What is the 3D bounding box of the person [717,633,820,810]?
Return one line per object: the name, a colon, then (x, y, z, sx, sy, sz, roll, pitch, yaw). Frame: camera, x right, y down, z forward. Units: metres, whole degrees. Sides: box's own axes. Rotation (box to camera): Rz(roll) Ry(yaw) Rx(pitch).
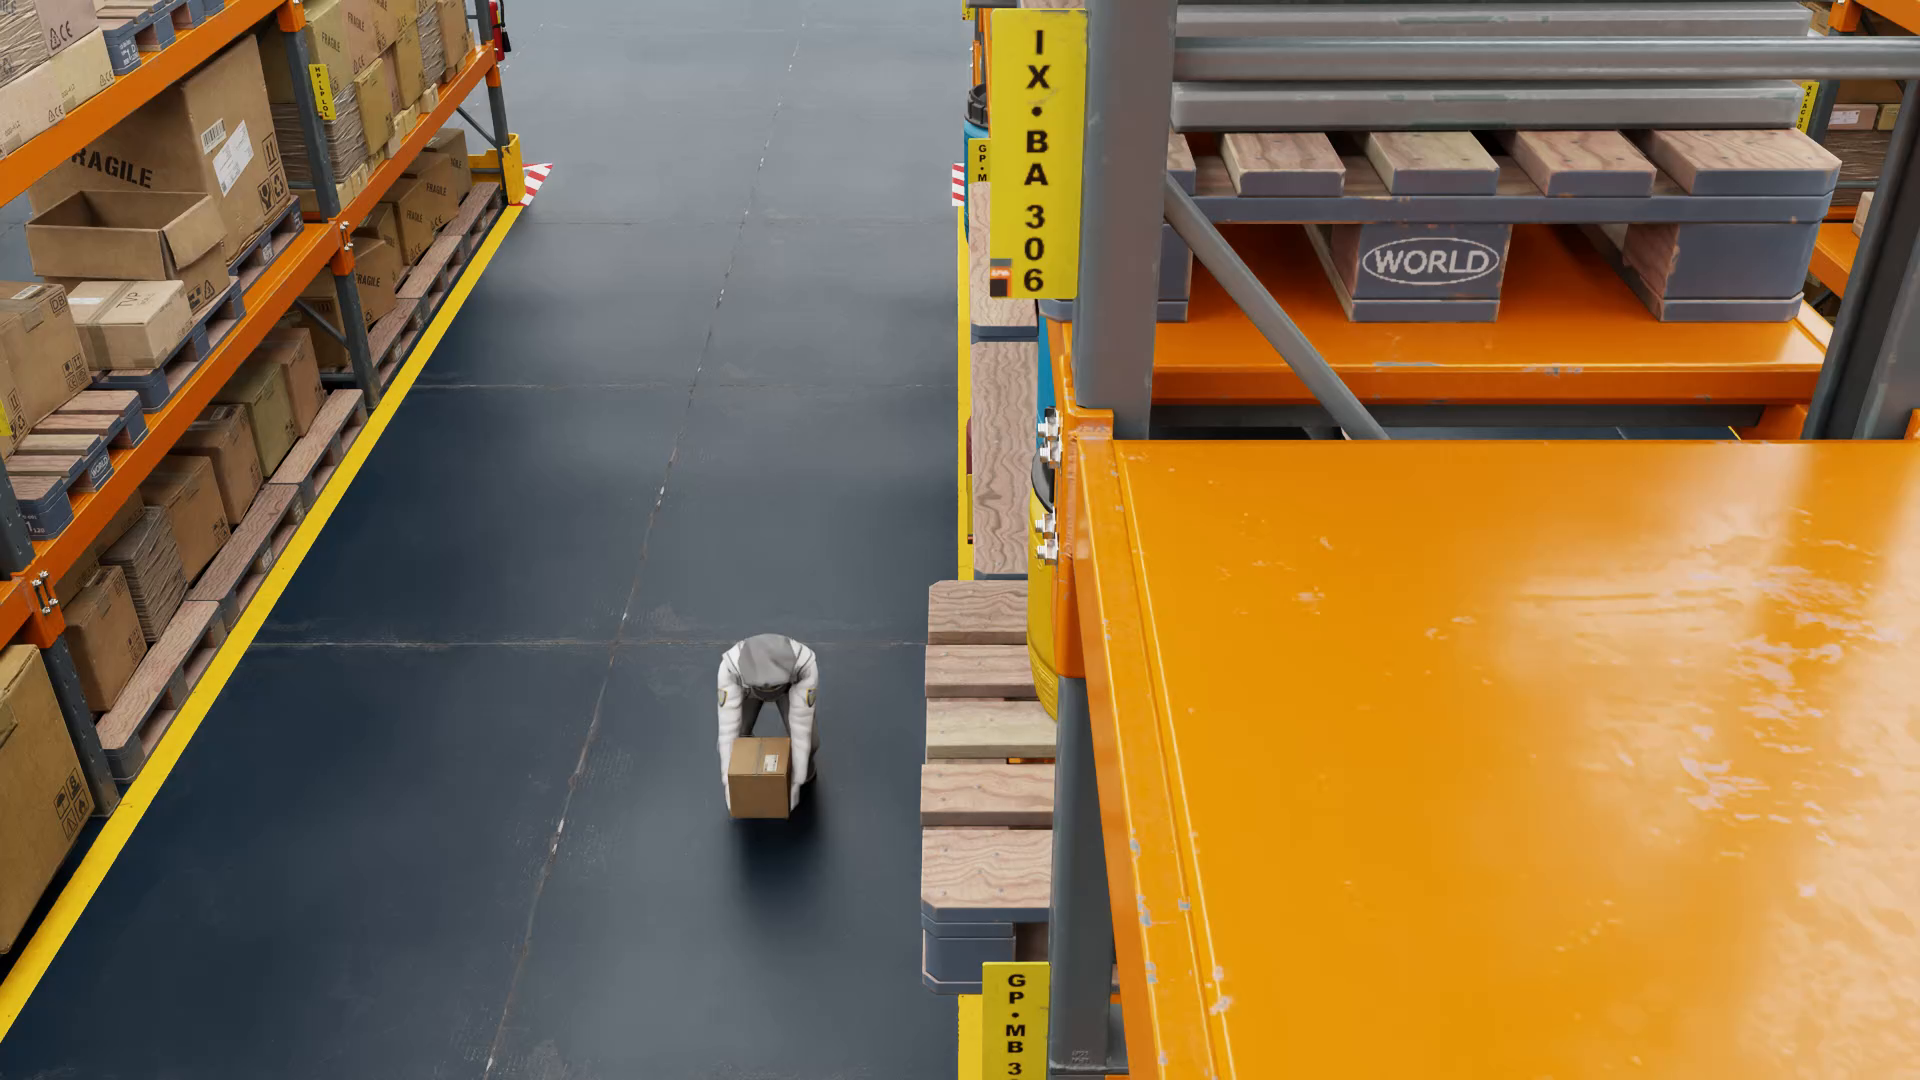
person: (-0.857, 0.729, 7.423, 0.466, 0.978, 0.839, -1, 32, -1)
